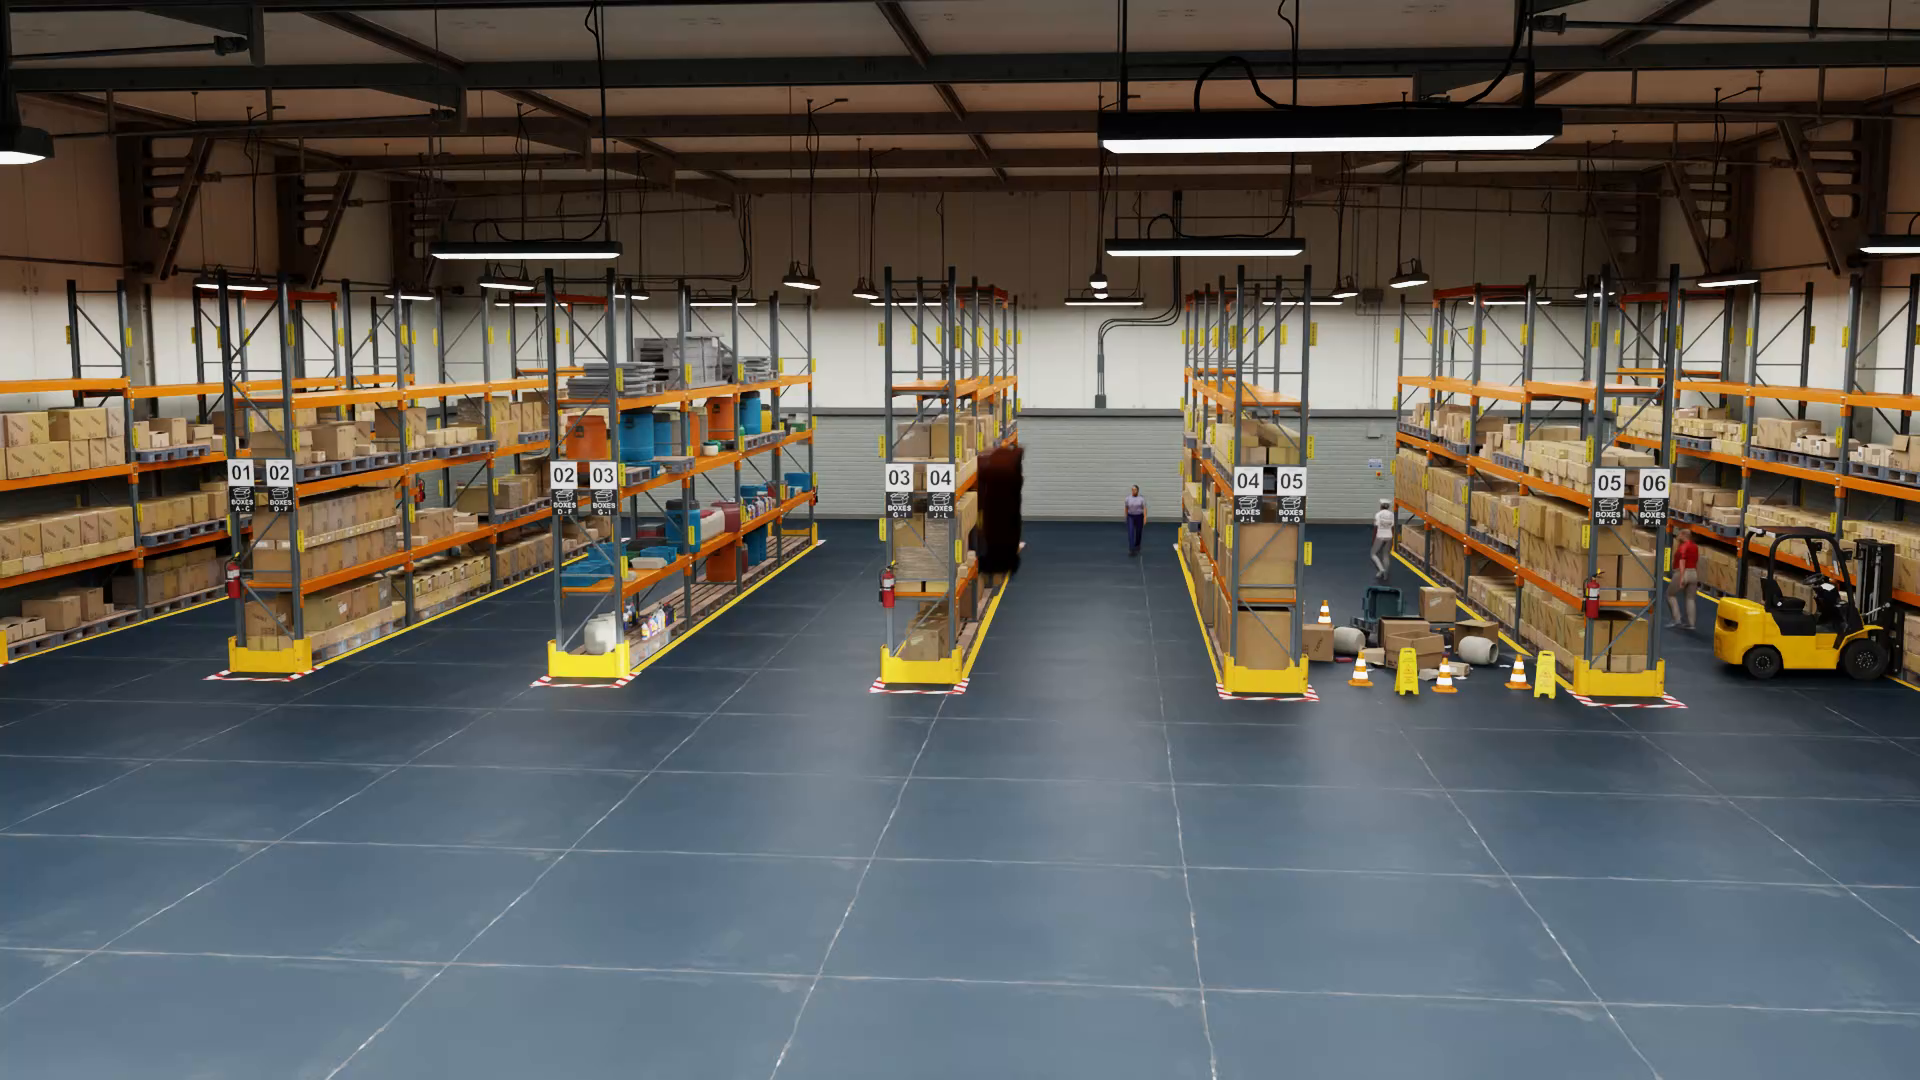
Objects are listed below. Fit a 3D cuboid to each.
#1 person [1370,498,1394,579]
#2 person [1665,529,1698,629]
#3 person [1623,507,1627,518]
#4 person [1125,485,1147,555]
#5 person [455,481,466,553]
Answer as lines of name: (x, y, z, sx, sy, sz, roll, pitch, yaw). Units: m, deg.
person: (8.771, -0.009, 34.401, 0.476, 1.680, 0.464, -2, 7, -17)
person: (12.498, 0.685, 28.596, 0.531, 1.743, 0.529, -1, 7, -12)
person: (13.604, -0.076, 34.506, 0.586, 1.782, 0.429, -4, 8, -32)
person: (4.078, -0.489, 38.605, 0.502, 1.588, 1.022, 0, 7, 3)
person: (-11.633, -0.527, 38.749, 0.480, 1.672, 0.483, -7, 10, -44)
